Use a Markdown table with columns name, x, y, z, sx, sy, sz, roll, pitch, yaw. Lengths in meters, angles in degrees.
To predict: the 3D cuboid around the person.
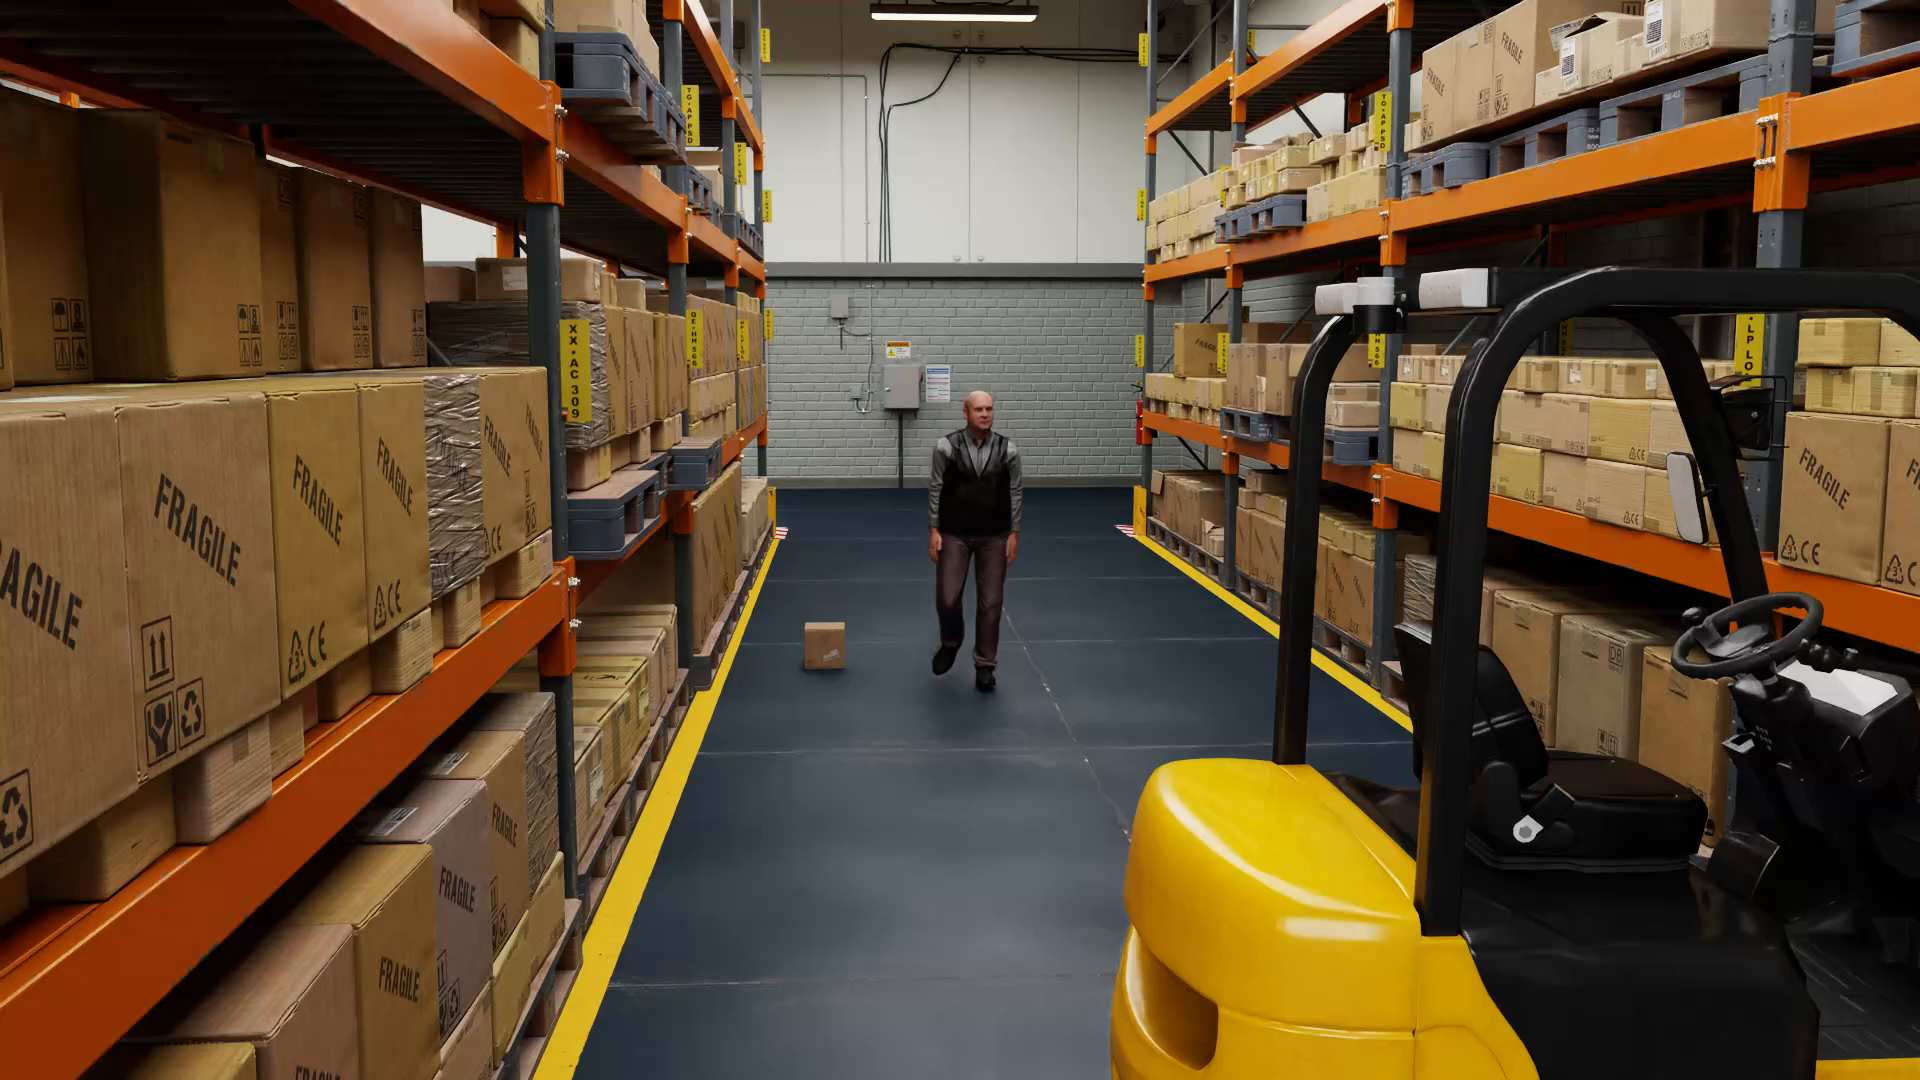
| name | x | y | z | sx | sy | sz | roll | pitch | yaw |
| --- | --- | --- | --- | --- | --- | --- | --- | --- | --- |
| person | 0.085 | -0.017 | 9.763 | 0.562 | 1.720 | 0.488 | -1 | 7 | -8 |
